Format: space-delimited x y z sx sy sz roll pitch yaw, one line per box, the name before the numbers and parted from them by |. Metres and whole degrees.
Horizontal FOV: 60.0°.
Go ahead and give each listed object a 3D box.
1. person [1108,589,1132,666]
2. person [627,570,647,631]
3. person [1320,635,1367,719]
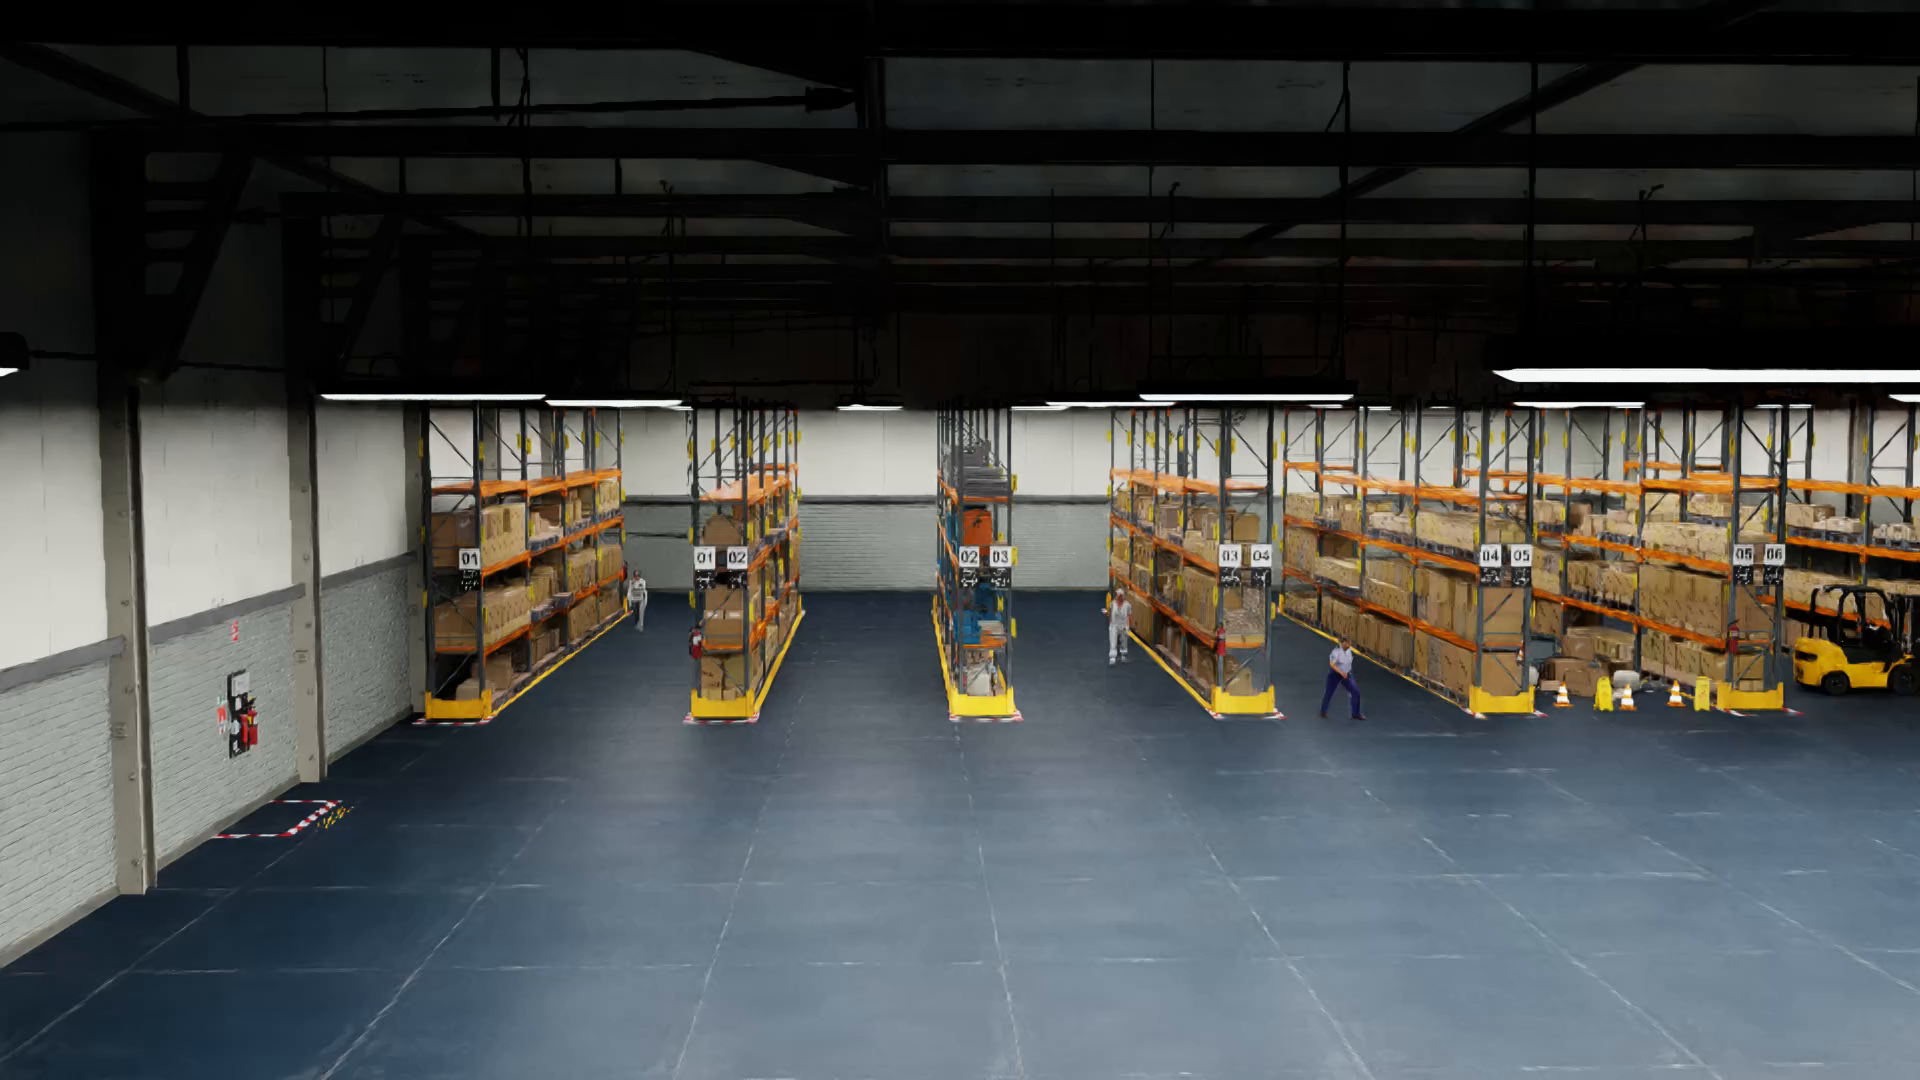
person | 3.601 1.956 37.436 0.534 1.725 1.037 1 4 7
person | -8.426 1.555 43.395 0.499 1.584 1.065 0 4 -4
person | 7.102 2.536 30.952 0.664 1.583 0.797 -2 5 -21
